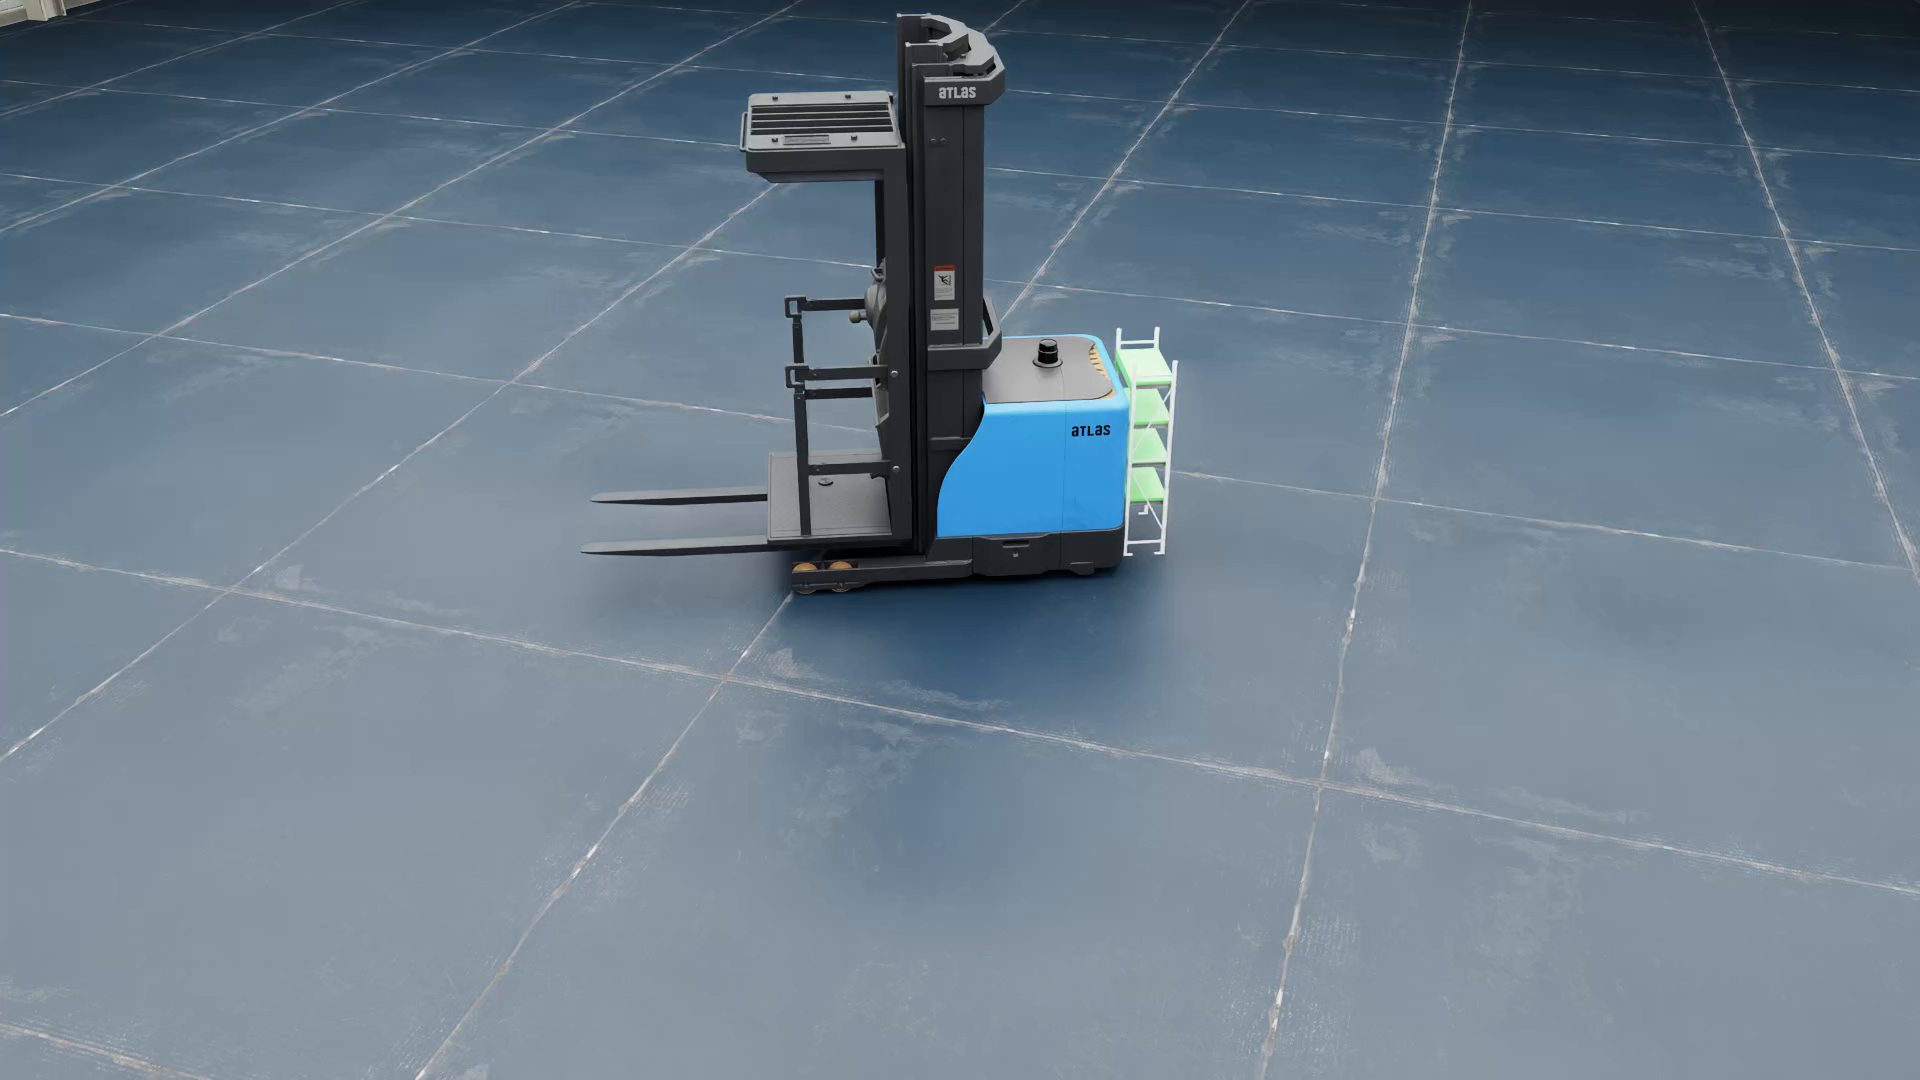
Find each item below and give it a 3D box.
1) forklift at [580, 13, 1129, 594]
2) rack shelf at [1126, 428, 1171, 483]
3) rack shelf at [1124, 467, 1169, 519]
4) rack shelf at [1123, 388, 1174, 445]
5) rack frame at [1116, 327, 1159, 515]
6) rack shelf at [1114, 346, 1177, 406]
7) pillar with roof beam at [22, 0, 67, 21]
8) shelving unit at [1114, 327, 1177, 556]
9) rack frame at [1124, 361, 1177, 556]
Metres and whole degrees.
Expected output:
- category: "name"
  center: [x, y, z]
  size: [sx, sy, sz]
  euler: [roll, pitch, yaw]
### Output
- category: "forklift"
  center: [-0.623, -1.252, 8.986]
  size: [3.031, 2.935, 1.130]
  euler: [-3, 29, -5]
- category: "rack shelf"
  center: [1.035, -0.503, 9.551]
  size: [0.258, 0.148, 0.480]
  euler: [-3, 29, -5]
- category: "rack shelf"
  center: [1.035, -0.293, 9.668]
  size: [0.258, 0.148, 0.480]
  euler: [-3, 29, -5]
- category: "rack shelf"
  center: [1.035, -0.713, 9.434]
  size: [0.258, 0.148, 0.480]
  euler: [-3, 29, -5]
- category: "rack frame"
  center: [1.012, -0.677, 9.732]
  size: [0.240, 1.200, 0.015]
  euler: [-3, 29, -5]
- category: "rack shelf"
  center: [1.035, -0.922, 9.318]
  size: [0.258, 0.148, 0.480]
  euler: [-3, 29, -5]
- category: "pillar with roof beam"
  center: [-8.200, -10.369, 19.134]
  size: [9.100, 9.000, 0.400]
  euler: [8, 30, 15]
- category: "shelving unit"
  center: [1.035, -0.559, 9.520]
  size: [0.258, 1.200, 0.503]
  euler: [-3, 29, -5]
- category: "rack frame"
  center: [1.058, -0.441, 9.308]
  size: [0.240, 1.200, 0.015]
  euler: [-3, 29, -5]
